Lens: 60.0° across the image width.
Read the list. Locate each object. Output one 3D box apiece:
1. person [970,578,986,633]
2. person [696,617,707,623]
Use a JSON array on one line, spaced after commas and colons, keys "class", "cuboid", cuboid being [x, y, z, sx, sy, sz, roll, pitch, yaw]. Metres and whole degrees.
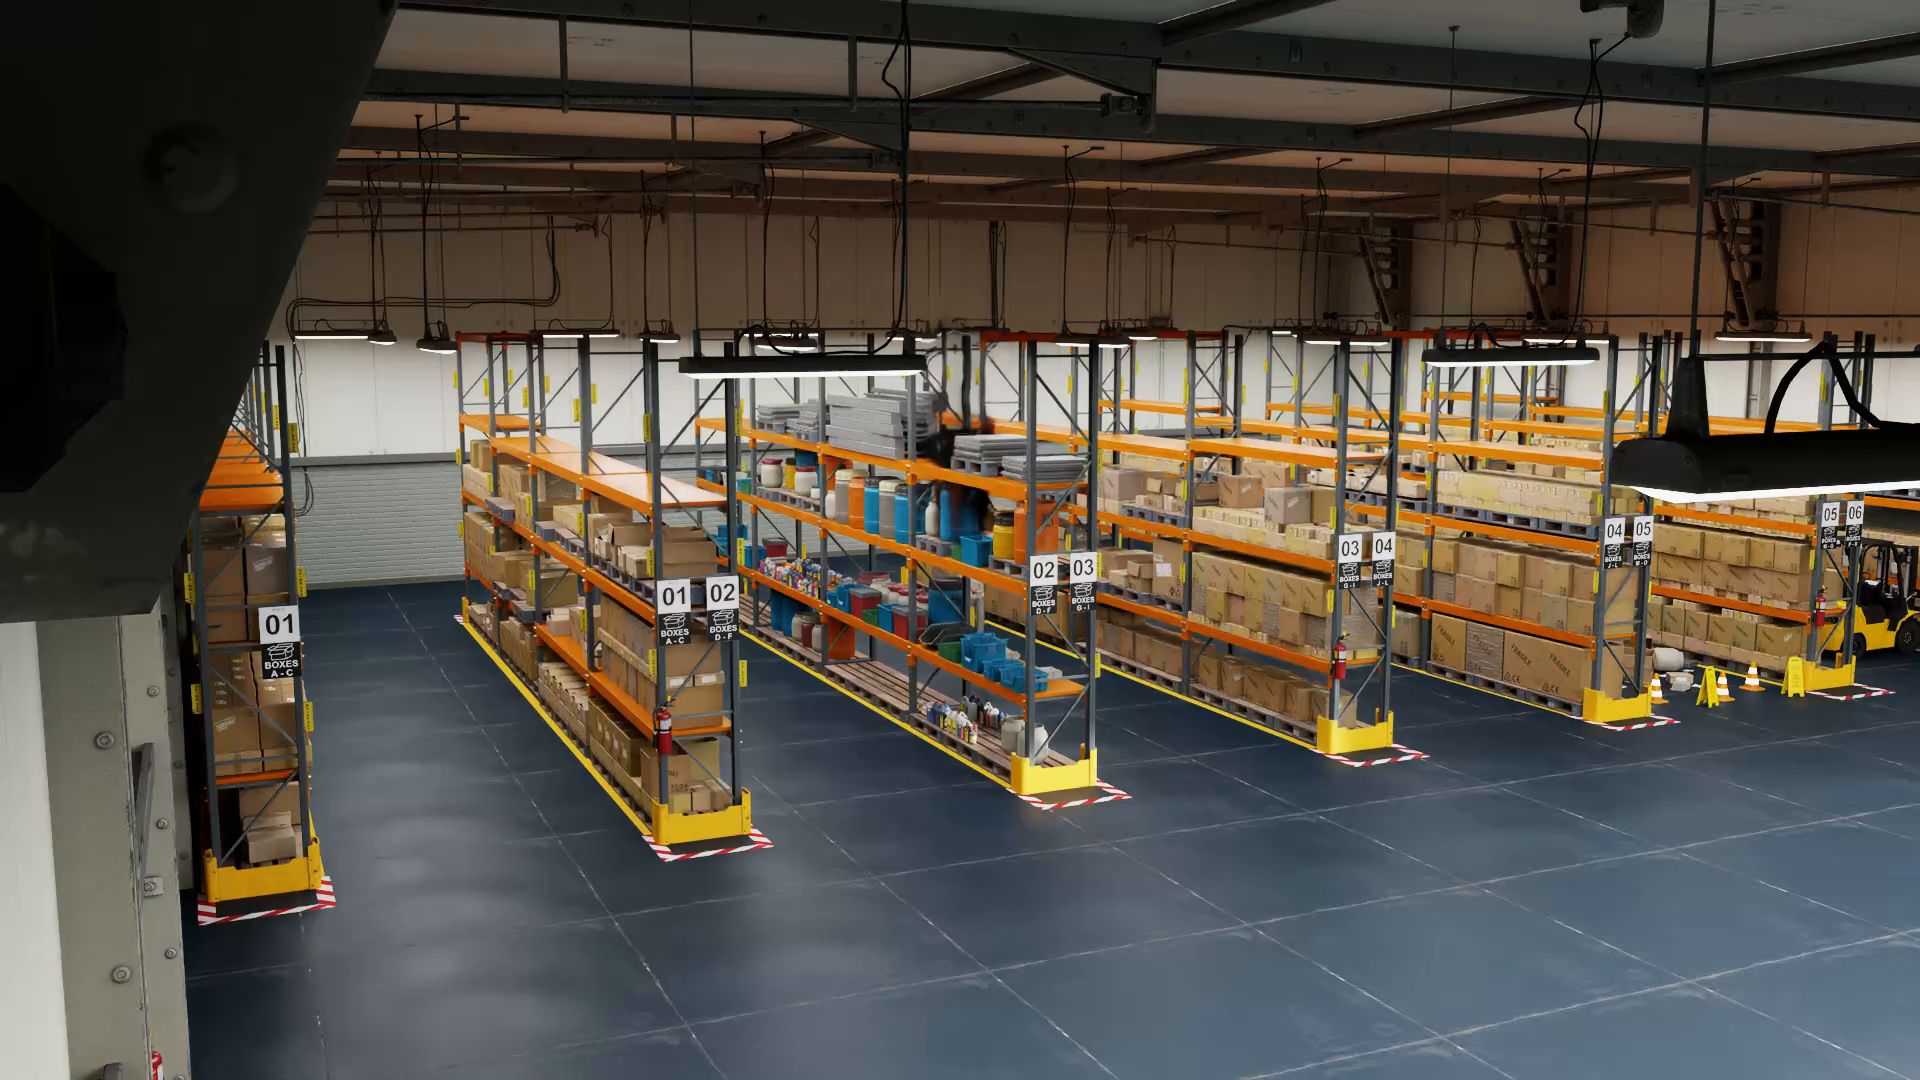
[{"class": "person", "cuboid": [0.261, 1.139, 32.345, 0.583, 1.695, 0.920, -5, 9, -32]}, {"class": "person", "cuboid": [-4.450, 1.684, 27.943, 0.667, 1.793, 0.914, -4, 9, -27]}]
